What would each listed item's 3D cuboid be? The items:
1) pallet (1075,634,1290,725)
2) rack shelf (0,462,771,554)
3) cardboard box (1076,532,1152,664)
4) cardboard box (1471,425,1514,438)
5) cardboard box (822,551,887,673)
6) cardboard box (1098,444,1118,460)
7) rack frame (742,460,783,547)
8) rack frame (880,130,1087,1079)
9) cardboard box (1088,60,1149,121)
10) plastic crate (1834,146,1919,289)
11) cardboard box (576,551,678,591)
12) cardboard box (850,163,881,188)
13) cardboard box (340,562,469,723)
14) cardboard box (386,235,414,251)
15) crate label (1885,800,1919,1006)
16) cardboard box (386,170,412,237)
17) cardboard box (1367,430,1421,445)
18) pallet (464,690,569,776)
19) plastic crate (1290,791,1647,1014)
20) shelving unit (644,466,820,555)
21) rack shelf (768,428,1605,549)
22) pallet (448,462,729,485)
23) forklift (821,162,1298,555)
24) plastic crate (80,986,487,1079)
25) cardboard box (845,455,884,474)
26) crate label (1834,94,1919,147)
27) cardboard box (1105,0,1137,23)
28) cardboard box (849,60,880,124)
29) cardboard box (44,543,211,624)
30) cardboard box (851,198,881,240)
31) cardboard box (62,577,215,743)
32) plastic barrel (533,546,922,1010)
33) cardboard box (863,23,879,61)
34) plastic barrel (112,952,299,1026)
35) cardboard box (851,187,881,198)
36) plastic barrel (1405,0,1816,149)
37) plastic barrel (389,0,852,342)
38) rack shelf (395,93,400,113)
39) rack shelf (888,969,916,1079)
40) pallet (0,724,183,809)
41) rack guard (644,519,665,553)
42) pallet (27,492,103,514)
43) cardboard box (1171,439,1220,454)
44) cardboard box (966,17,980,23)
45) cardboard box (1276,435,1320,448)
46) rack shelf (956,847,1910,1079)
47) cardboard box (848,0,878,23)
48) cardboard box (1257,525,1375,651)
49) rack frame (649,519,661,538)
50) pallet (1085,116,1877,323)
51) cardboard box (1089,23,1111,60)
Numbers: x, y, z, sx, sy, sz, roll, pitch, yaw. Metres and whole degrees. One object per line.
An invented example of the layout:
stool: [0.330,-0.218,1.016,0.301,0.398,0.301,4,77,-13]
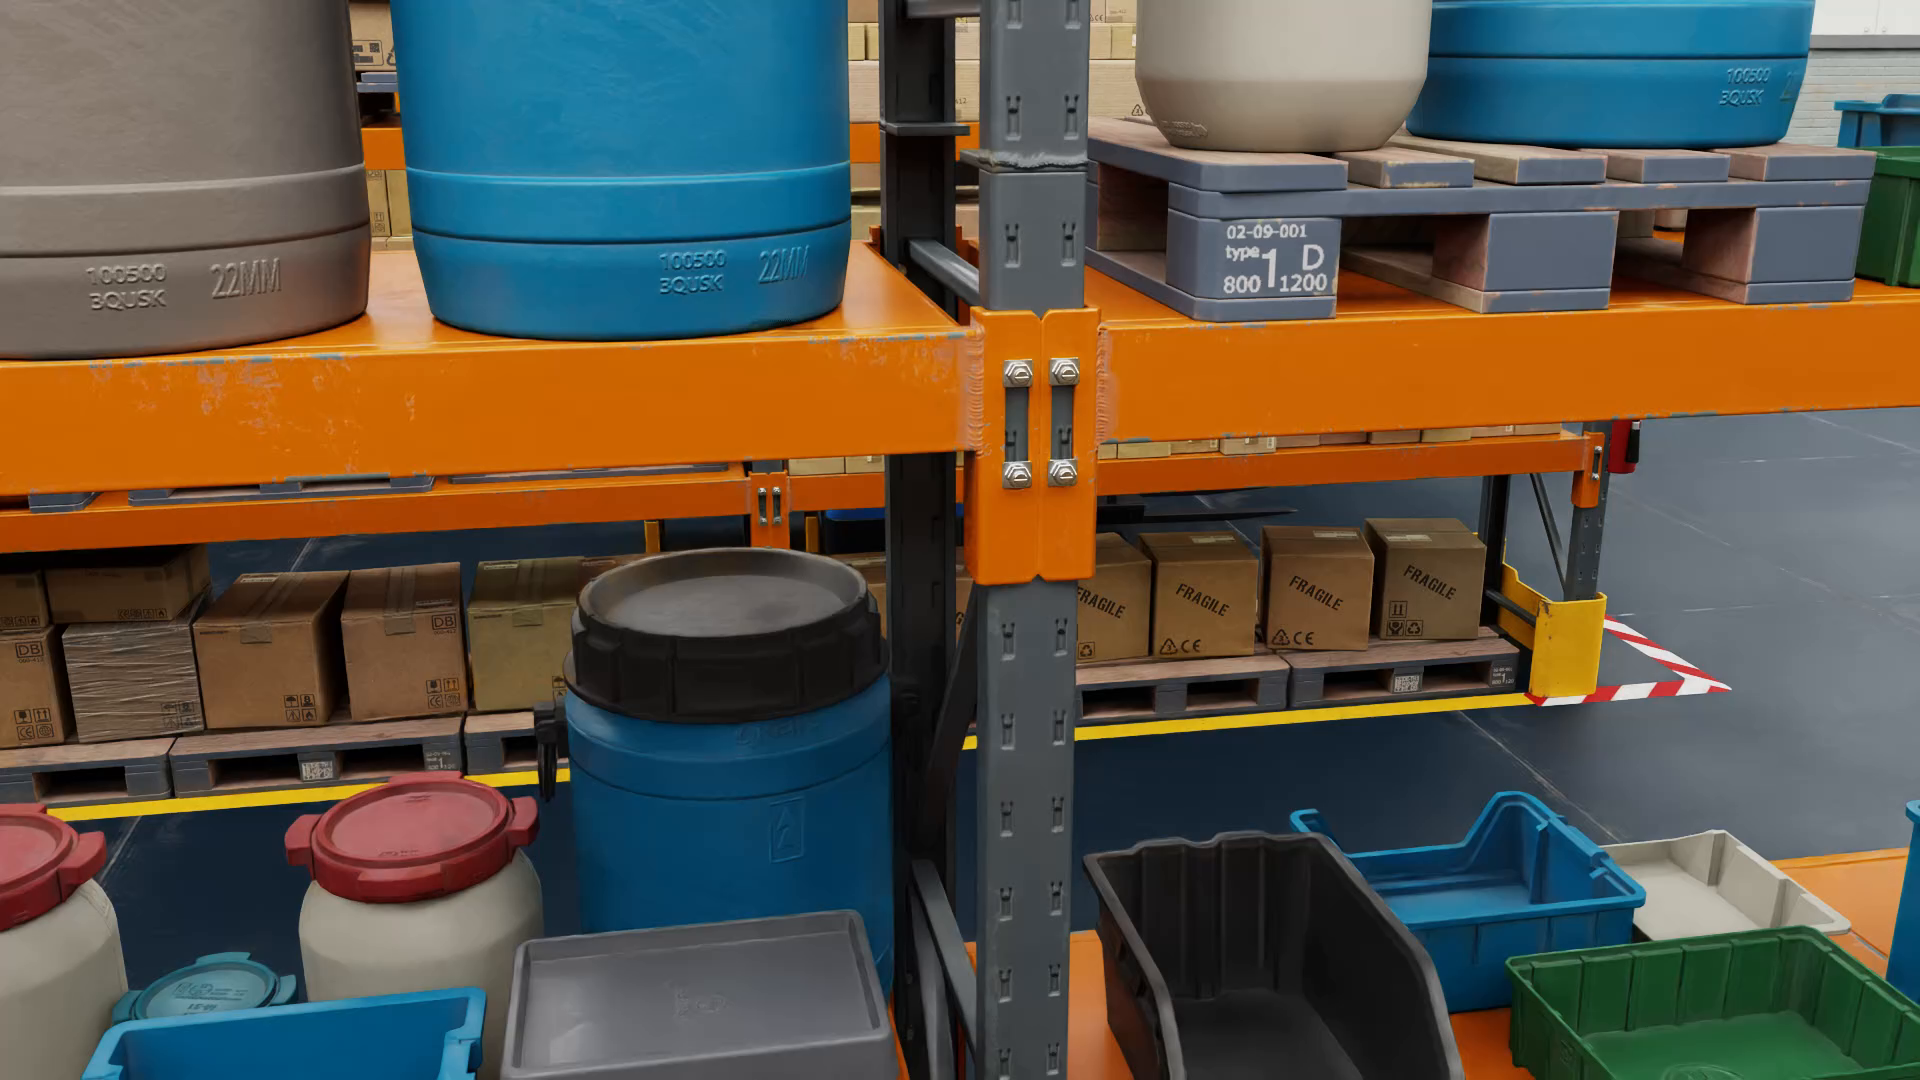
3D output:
pallet: [0.922,0.611,8.461,1.213,0.211,1.003,-3,17,-10]
rack shelf: [-2.895,-0.150,7.415,4.000,0.370,1.077,-3,17,-10]
cardboard box: [0.625,0.287,8.310,0.500,0.500,0.500,-5,18,-15]
cardboard box: [2.510,-0.619,8.145,0.250,0.149,0.380,-3,17,-10]
cardboard box: [-0.531,0.378,8.013,0.500,0.500,0.500,-4,17,-12]
cardboard box: [0.560,-0.487,7.716,0.250,0.149,0.380,-3,17,-10]
rack frame: [-0.931,-0.605,7.672,0.127,3.000,1.000,-3,17,-10]
rack frame: [0.008,0.823,3.024,0.127,3.000,1.000,-3,17,-10]
cardboard box: [0.568,-1.974,7.276,0.500,0.250,0.500,-4,18,-13]
plastic crate: [1.609,-0.519,2.645,0.450,0.188,0.336,-3,17,-10]
cardboard box: [-1.538,0.408,7.884,0.500,0.500,0.700,-5,18,-15]
cardboard box: [-0.886,-2.703,12.409,0.550,0.550,0.875,-3,17,-10]
cardboard box: [-2.559,0.460,7.713,0.500,0.500,0.700,-5,18,-15]
cardboard box: [-3.725,-1.897,11.708,0.500,0.500,0.500,-3,17,-11]
crate label: [2.180,0.764,3.156,0.616,0.435,0.502,-3,17,-10]
cardboard box: [-3.756,-2.452,11.812,0.500,0.500,0.700,-3,17,-11]
cardboard box: [2.026,-0.580,8.020,0.250,0.149,0.380,-3,17,-10]
pallet: [-1.695,0.772,7.939,1.213,0.211,1.003,-3,17,-10]
plastic crate: [1.044,0.754,3.501,0.616,0.251,0.499,-3,17,-10]
shelving unit: [-1.453,-0.687,10.496,1.083,1.500,0.587,-2,17,-6]
rack shelf: [1.033,-0.372,8.141,4.000,0.370,1.077,-3,17,-10]
pallet: [-1.709,-0.513,7.699,1.213,0.211,1.003,-3,17,-10]
forklift: [0.625,-1.422,10.449,3.031,2.935,1.130,-2,17,-6]
plastic crate: [-1.016,0.982,2.534,0.575,0.384,0.392,-3,17,-10]
cardboard box: [-0.415,-0.420,7.499,0.250,0.149,0.380,-3,17,-10]
crate label: [2.035,-0.754,3.301,0.408,0.251,0.502,-3,17,-10]
cardboard box: [1.236,-3.881,12.092,0.500,0.250,0.500,-3,17,-10]
cardboard box: [-0.441,-1.918,7.095,0.500,0.250,0.500,-4,18,-13]
cardboard box: [-3.687,0.166,7.395,0.500,0.250,0.500,-1,17,-4]
cardboard box: [-0.441,-1.225,7.310,0.500,0.500,0.500,-3,17,-10]
cardboard box: [-3.662,0.525,7.502,0.500,0.500,0.700,-5,18,-15]
plastic barrel: [-0.428,0.517,3.164,0.708,0.901,0.600,-3,17,-10]
cardboard box: [-0.305,-2.121,7.077,0.250,0.149,0.380,-4,18,-13]
plastic barrel: [-1.320,0.918,2.948,0.301,0.262,0.301,0,17,0]
cardboard box: [-0.541,-1.377,7.807,0.500,0.500,0.500,-3,17,-10]
plastic barrel: [1.006,-1.076,2.528,0.708,0.901,0.600,-3,17,-10]
plastic barrel: [-0.450,-0.760,2.214,0.708,0.901,0.600,-3,17,-10]
rack shelf: [-3.737,-3.019,11.649,4.000,0.370,1.077,-3,17,-10]
rack shelf: [-1.955,1.278,2.767,4.000,0.370,1.077,-3,17,-10]
pallet: [-4.091,0.908,7.497,1.213,0.211,1.003,-3,17,-10]
rack guard: [-1.948,-0.074,10.627,0.087,0.250,0.587,-2,17,-6]
pallet: [-4.179,-0.361,7.204,1.003,0.211,1.213,-3,17,-10]
cardboard box: [1.044,-0.525,7.839,0.250,0.149,0.380,-3,17,-10]
cardboard box: [0.248,-3.825,11.911,0.500,0.250,0.500,-3,17,-10]
cardboard box: [1.531,-0.558,7.947,0.250,0.149,0.380,-3,17,-10]
rack shelf: [1.972,1.055,3.492,4.000,0.370,1.077,-3,17,-10]
cardboard box: [-0.538,-2.566,7.421,0.500,0.500,0.500,-4,17,-12]
cardboard box: [1.800,0.240,8.465,0.500,0.500,0.500,1,17,4]
rack frame: [-1.949,-0.671,10.443,0.032,1.500,0.500,-2,17,-6]
pallet: [0.698,-0.589,2.834,1.003,0.211,1.213,-3,17,-10]
cardboard box: [0.476,-2.146,7.158,0.250,0.149,0.380,-4,17,-11]
